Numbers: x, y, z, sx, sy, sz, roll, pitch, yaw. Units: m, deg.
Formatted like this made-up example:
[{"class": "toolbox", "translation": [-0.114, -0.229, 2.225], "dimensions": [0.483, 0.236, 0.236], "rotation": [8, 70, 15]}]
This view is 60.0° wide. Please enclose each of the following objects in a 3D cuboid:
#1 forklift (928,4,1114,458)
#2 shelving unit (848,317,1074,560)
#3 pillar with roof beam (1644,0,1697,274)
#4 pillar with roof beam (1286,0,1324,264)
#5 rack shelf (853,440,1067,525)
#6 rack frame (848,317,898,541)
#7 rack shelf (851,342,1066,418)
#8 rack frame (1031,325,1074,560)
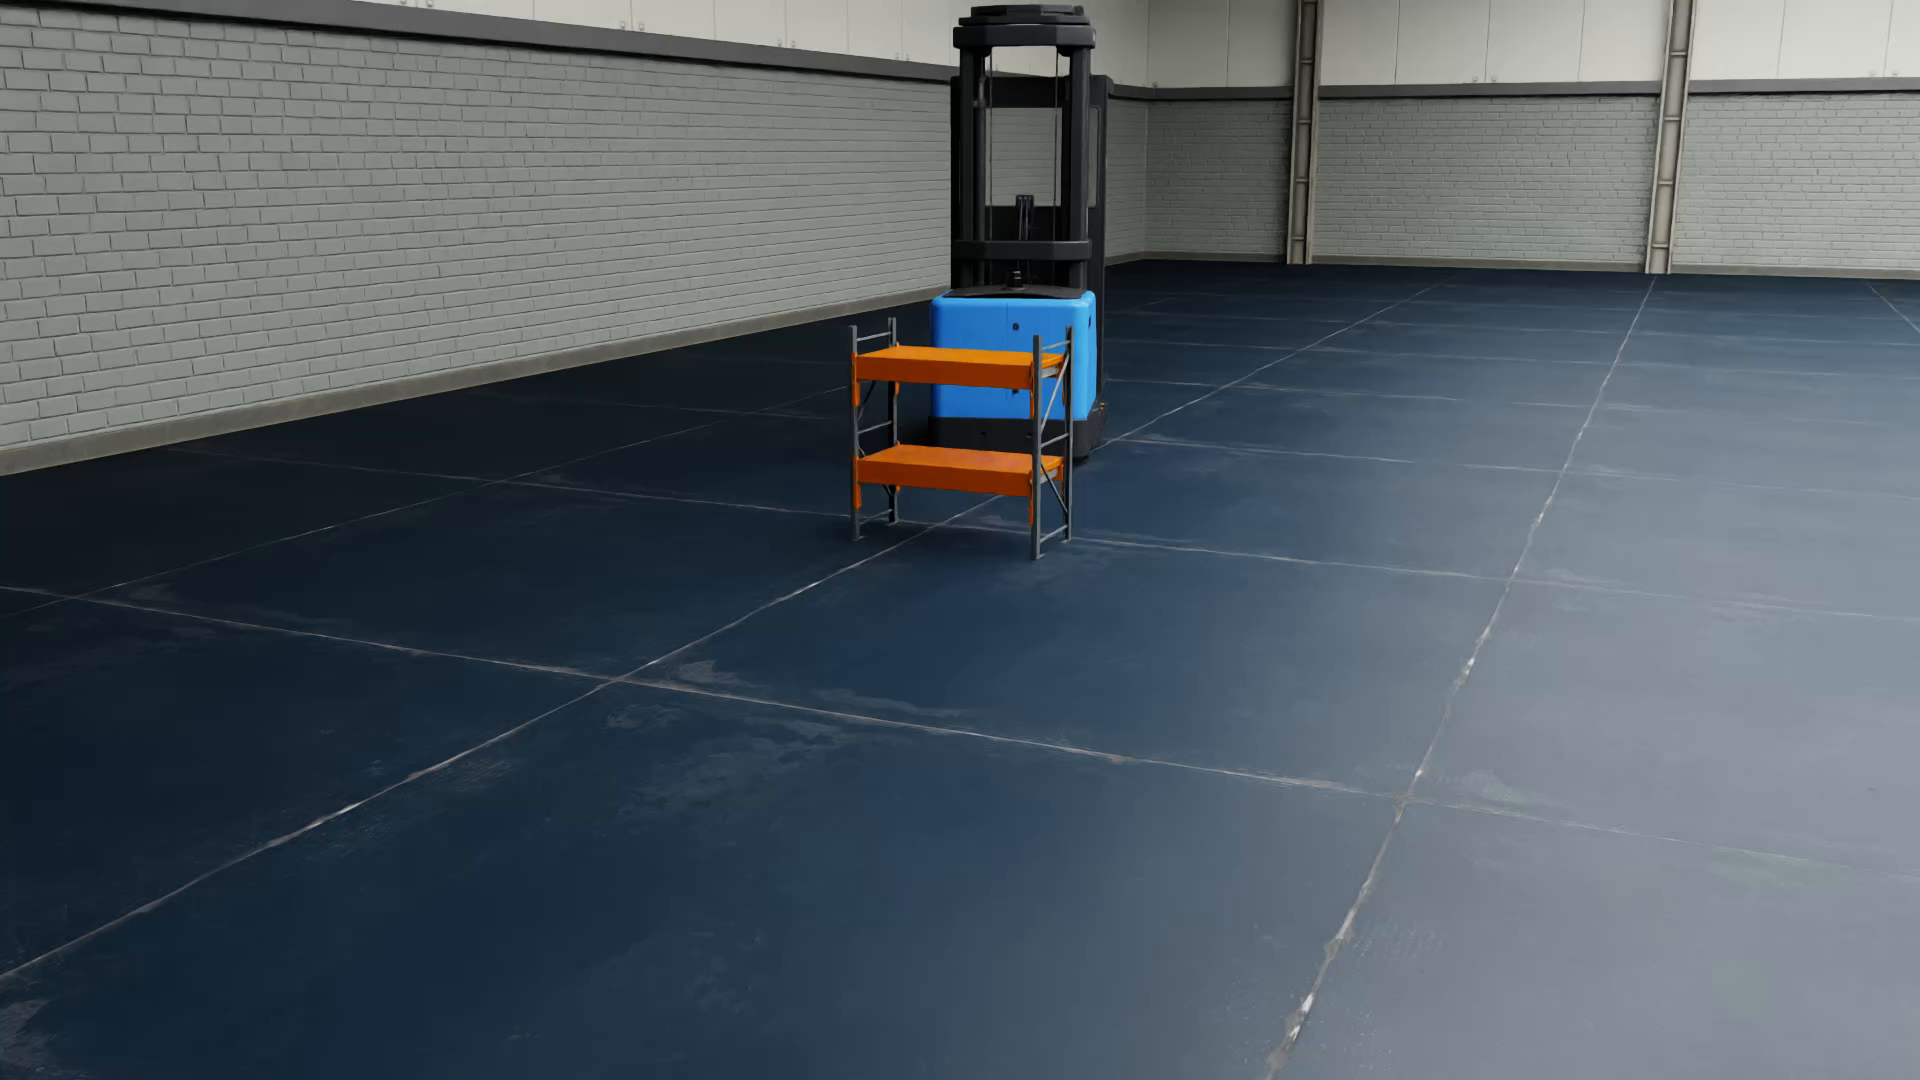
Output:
[{"class": "forklift", "translation": [0.512, -2.248, 11.919], "dimensions": [1.130, 2.935, 3.031], "rotation": [2, 13, 8]}, {"class": "shelving unit", "translation": [0.006, -0.547, 8.624], "dimensions": [1.048, 1.125, 0.538], "rotation": [6, 14, 23]}, {"class": "pillar with roof beam", "translation": [9.868, -7.922, 22.816], "dimensions": [0.400, 9.000, 9.100], "rotation": [6, 14, 23]}, {"class": "pillar with roof beam", "translation": [4.382, -8.477, 25.182], "dimensions": [0.400, 9.000, 9.100], "rotation": [6, 14, 23]}, {"class": "rack shelf", "translation": [0.006, -0.309, 8.680], "dimensions": [1.000, 0.278, 0.538], "rotation": [6, 14, 23]}, {"class": "rack frame", "translation": [-0.459, -0.594, 8.824], "dimensions": [0.032, 1.125, 0.500], "rotation": [6, 14, 23]}, {"class": "rack shelf", "translation": [0.006, -0.832, 8.557], "dimensions": [1.000, 0.278, 0.538], "rotation": [6, 14, 23]}, {"class": "rack frame", "translation": [0.471, -0.500, 8.423], "dimensions": [0.032, 1.125, 0.500], "rotation": [6, 14, 23]}]
